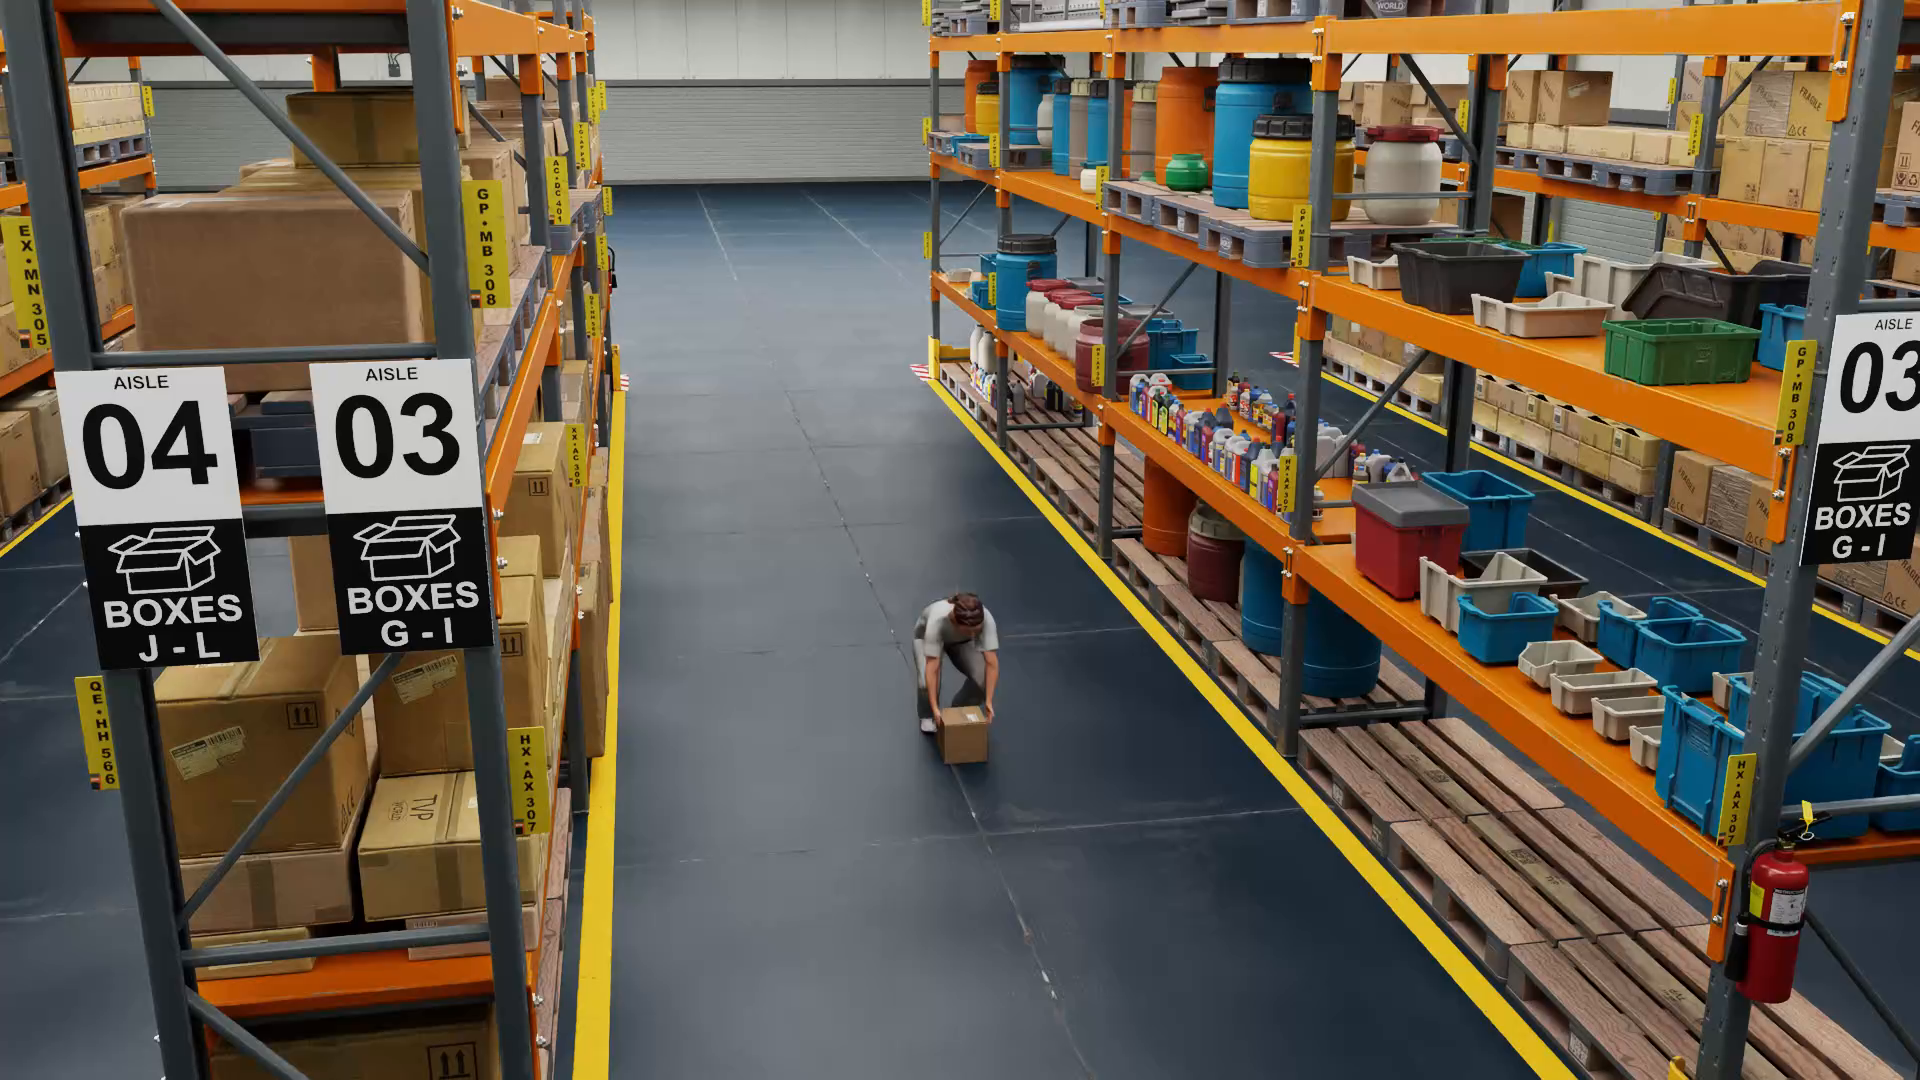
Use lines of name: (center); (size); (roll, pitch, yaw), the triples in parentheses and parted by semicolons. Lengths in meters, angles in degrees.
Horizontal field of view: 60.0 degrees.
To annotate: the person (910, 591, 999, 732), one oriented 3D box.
person: (-0.033, 0.702, 9.943); (0.484, 0.951, 0.791); (-3, 17, -11)
